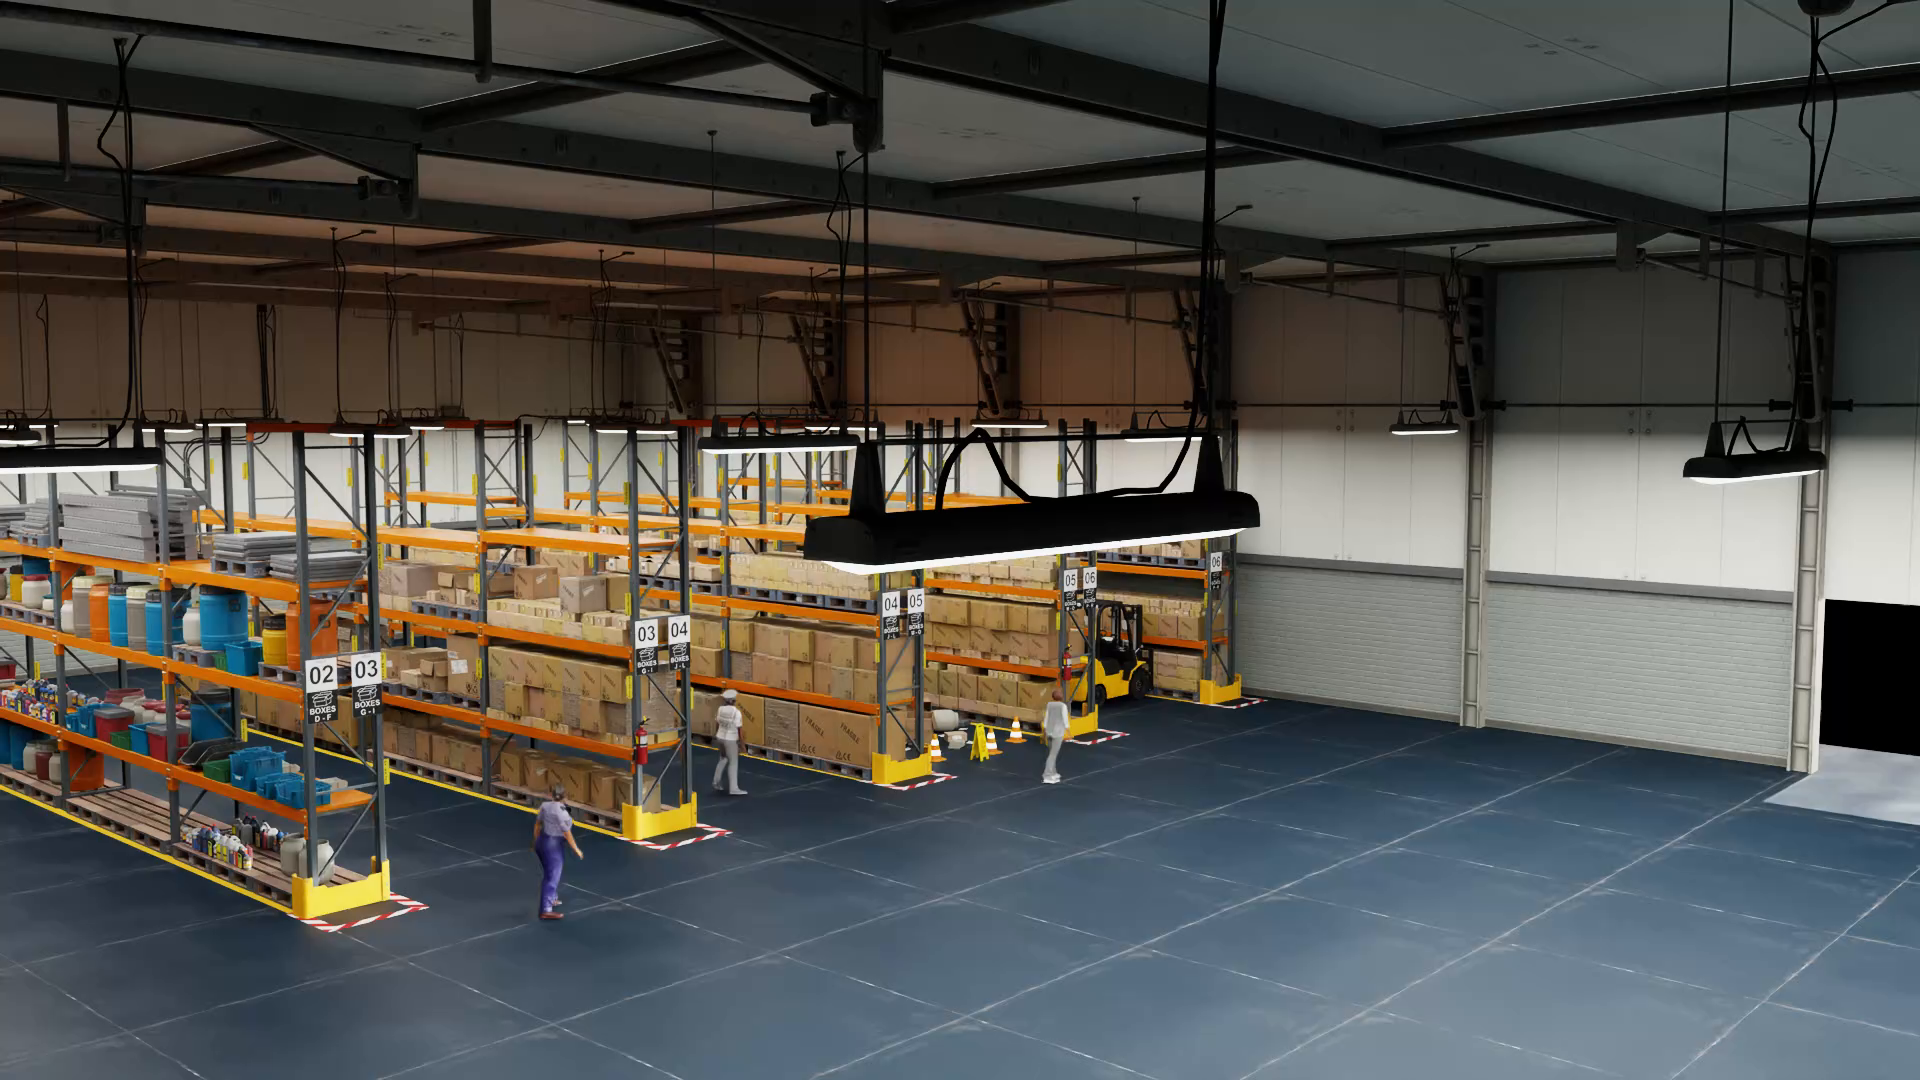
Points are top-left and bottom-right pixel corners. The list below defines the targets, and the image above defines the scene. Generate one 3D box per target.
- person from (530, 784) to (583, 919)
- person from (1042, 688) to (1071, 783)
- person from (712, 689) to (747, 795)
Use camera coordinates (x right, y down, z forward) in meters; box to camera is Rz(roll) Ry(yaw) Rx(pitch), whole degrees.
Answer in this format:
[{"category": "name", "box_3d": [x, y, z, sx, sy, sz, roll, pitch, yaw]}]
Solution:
[{"category": "person", "box_3d": [-5.075, 3.858, 20.690, 0.577, 1.673, 0.650, -4, 6, -41]}, {"category": "person", "box_3d": [1.620, 3.271, 27.865, 0.539, 1.579, 0.469, -4, 6, -41]}, {"category": "person", "box_3d": [-3.749, 3.279, 27.038, 0.648, 1.694, 0.395, 4, 6, 43]}]
